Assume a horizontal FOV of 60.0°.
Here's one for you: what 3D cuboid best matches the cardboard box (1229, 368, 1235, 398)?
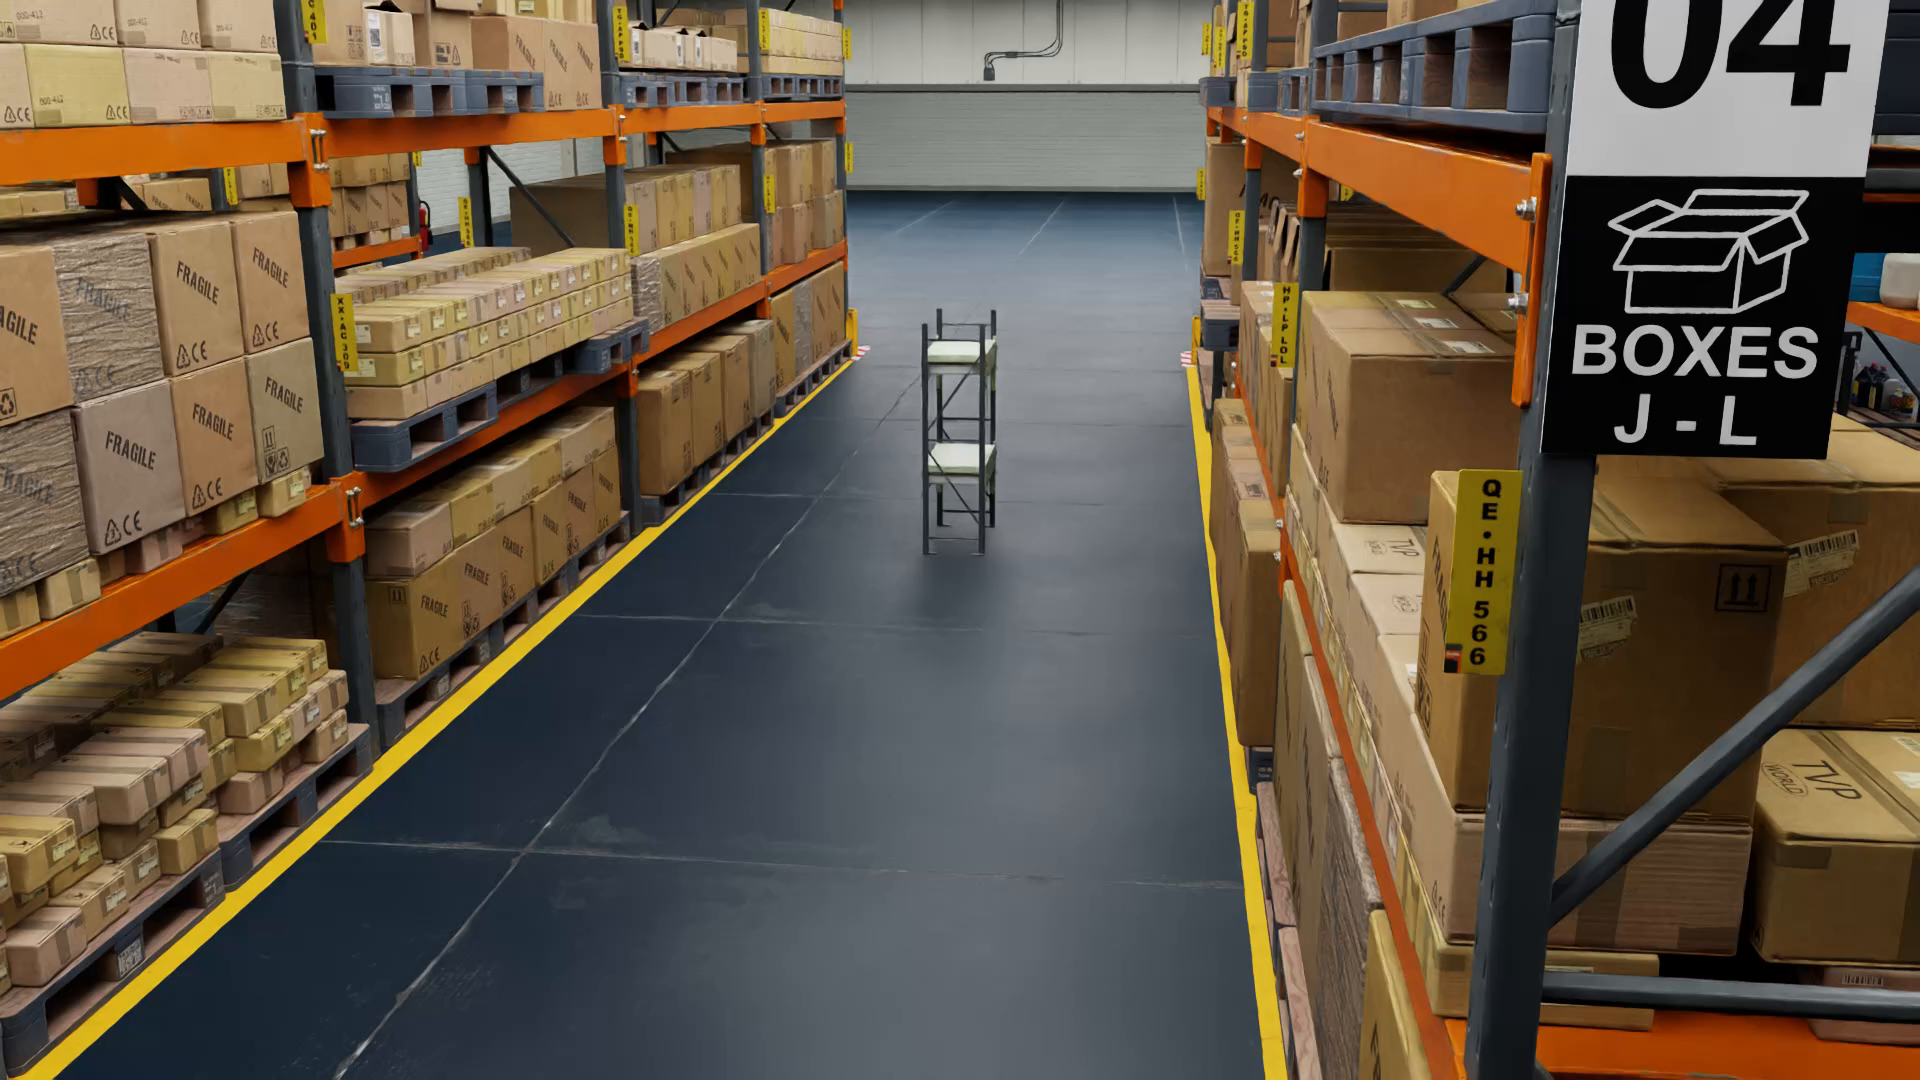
[{"bbox_3d":[2.533,-1.091,13.398,0.700,0.500,0.500,2,15,6],"label":"cardboard box"}]

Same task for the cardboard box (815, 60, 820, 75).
[{"bbox_3d":[-1.614,-4.729,16.644,0.380,0.149,0.250,2,15,7],"label":"cardboard box"}]

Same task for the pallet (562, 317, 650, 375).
[{"bbox_3d":[-2.646,-1.222,10.301,1.213,0.211,1.003,2,15,6],"label":"pallet"}]

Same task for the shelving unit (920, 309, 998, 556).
[{"bbox_3d":[0.001,-0.726,10.973,0.431,1.500,0.755,2,15,6],"label":"shelving unit"}]

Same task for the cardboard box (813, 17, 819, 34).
[{"bbox_3d":[-1.614,-5.113,16.535,0.380,0.149,0.250,1,15,5],"label":"cardboard box"}]

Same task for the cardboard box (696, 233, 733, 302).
[{"bbox_3d":[-2.128,-2.183,13.296,0.500,0.500,0.500,2,15,7],"label":"cardboard box"}]

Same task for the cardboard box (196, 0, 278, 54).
[{"bbox_3d":[-2.922,-1.955,6.227,0.500,0.250,0.500,1,15,4],"label":"cardboard box"}]

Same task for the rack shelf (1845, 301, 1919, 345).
[{"bbox_3d":[7.392,-1.356,11.807,1.077,0.370,4.000,2,15,6],"label":"rack shelf"}]

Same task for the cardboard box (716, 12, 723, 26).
[{"bbox_3d":[-2.410,-4.802,15.386,0.380,0.149,0.250,2,15,7],"label":"cardboard box"}]

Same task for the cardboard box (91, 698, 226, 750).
[{"bbox_3d":[-3.022,0.719,6.276,0.380,0.149,0.250,2,15,8],"label":"cardboard box"}]

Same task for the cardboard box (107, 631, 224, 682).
[{"bbox_3d":[-3.368,0.505,7.067,0.380,0.149,0.250,2,15,9],"label":"cardboard box"}]

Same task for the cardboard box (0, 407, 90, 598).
[{"bbox_3d":[-3.095,-0.126,5.121,0.500,0.500,0.500,1,15,5],"label":"cardboard box"}]

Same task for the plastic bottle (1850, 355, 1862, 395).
[{"bbox_3d":[8.191,-1.512,15.238,0.144,0.351,0.185,2,15,6],"label":"plastic bottle"}]

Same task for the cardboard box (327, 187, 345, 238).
[{"bbox_3d":[-6.683,-3.350,17.041,0.500,0.500,0.500,2,15,7],"label":"cardboard box"}]

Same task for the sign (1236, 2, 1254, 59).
[{"bbox_3d":[1.706,-3.044,9.936,0.100,0.325,0.005,2,15,6],"label":"sign"}]

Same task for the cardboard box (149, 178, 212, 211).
[{"bbox_3d":[-6.974,-2.927,14.676,0.500,0.500,0.500,1,15,5],"label":"cardboard box"}]

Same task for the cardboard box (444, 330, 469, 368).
[{"bbox_3d":[-2.566,-0.913,7.898,0.380,0.149,0.250,2,15,8],"label":"cardboard box"}]

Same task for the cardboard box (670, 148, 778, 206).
[{"bbox_3d":[-2.198,-3.374,15.538,0.875,0.550,0.550,2,15,6],"label":"cardboard box"}]

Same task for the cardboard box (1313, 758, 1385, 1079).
[{"bbox_3d":[1.438,1.163,4.379,0.875,0.875,0.875,2,15,6],"label":"cardboard box"}]

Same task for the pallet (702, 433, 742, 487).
[{"bbox_3d":[-2.368,-0.674,13.250,1.003,0.211,1.213,2,15,6],"label":"pallet"}]

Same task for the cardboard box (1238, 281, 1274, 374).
[{"bbox_3d":[1.920,-1.260,9.885,0.500,0.500,0.500,2,15,8],"label":"cardboard box"}]

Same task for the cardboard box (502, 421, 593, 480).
[{"bbox_3d":[-2.534,-0.544,9.975,0.500,0.250,0.500,2,15,7],"label":"cardboard box"}]

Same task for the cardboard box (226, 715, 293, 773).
[{"bbox_3d":[-2.874,0.797,6.557,0.380,0.149,0.250,1,15,4],"label":"cardboard box"}]

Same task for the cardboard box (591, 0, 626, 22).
[{"bbox_3d":[-2.754,-3.709,12.197,0.500,0.500,0.500,2,15,6],"label":"cardboard box"}]

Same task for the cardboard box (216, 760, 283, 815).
[{"bbox_3d":[-2.907,0.956,6.538,0.380,0.149,0.250,1,15,4],"label":"cardboard box"}]

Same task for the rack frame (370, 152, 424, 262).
[{"bbox_3d":[-6.699,-3.697,19.087,1.000,3.000,0.127,2,15,6],"label":"rack frame"}]

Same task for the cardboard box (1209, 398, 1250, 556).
[{"bbox_3d":[2.147,-0.329,9.897,1.225,0.875,0.875,1,15,4],"label":"cardboard box"}]

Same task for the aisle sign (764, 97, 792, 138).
[{"bbox_3d":[-2.059,-4.859,18.406,0.394,0.787,0.004,2,15,6],"label":"aisle sign"}]

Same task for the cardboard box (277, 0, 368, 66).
[{"bbox_3d":[-2.971,-2.259,7.027,0.700,0.500,0.500,2,15,6],"label":"cardboard box"}]

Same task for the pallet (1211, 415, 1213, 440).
[{"bbox_3d":[2.610,-0.819,13.788,1.003,0.211,1.213,2,15,6],"label":"pallet"}]

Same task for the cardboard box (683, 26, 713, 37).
[{"bbox_3d":[-2.420,-4.445,14.830,0.500,0.250,0.500,2,15,6],"label":"cardboard box"}]

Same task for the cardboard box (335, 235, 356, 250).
[{"bbox_3d":[-6.603,-3.138,17.503,0.380,0.149,0.250,2,15,6],"label":"cardboard box"}]

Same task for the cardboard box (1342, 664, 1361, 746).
[{"bbox_3d":[1.198,0.432,4.300,0.380,0.149,0.250,2,15,6],"label":"cardboard box"}]

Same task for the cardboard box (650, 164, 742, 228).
[{"bbox_3d":[-2.270,-2.942,14.188,0.700,0.500,0.500,1,15,5],"label":"cardboard box"}]

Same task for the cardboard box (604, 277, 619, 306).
[{"bbox_3d":[-2.303,-1.517,10.131,0.380,0.149,0.250,2,15,8],"label":"cardboard box"}]

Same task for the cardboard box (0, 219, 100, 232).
[{"bbox_3d":[-3.459,-0.895,6.047,0.500,0.500,0.500,1,15,5],"label":"cardboard box"}]

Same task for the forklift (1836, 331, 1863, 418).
[{"bbox_3d":[5.625,-1.607,11.488,3.031,2.935,1.130,-2,15,-7],"label":"forklift"}]

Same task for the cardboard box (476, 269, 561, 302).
[{"bbox_3d":[-2.420,-1.395,9.112,0.380,0.149,0.250,2,15,9],"label":"cardboard box"}]

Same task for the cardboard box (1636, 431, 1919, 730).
[{"bbox_3d":[1.721,0.065,3.454,0.500,0.500,0.500,1,15,5],"label":"cardboard box"}]

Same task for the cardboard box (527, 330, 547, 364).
[{"bbox_3d":[-2.448,-1.039,8.935,0.380,0.149,0.250,1,15,4],"label":"cardboard box"}]

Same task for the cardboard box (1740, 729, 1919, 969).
[{"bbox_3d":[1.665,0.557,3.073,0.500,0.250,0.500,1,15,5],"label":"cardboard box"}]

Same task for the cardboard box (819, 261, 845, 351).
[{"bbox_3d":[-1.780,-2.576,18.210,0.875,0.875,0.875,2,15,7],"label":"cardboard box"}]

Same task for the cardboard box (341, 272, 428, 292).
[{"bbox_3d":[-3.095,-1.351,8.950,0.380,0.149,0.250,1,15,5],"label":"cardboard box"}]

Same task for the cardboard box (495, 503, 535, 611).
[{"bbox_3d":[-2.672,0.082,9.098,0.500,0.500,0.500,2,15,7],"label":"cardboard box"}]

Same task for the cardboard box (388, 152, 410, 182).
[{"bbox_3d":[-6.539,-4.232,18.391,0.700,0.500,0.500,1,15,5],"label":"cardboard box"}]

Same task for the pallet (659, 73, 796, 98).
[{"bbox_3d":[-2.118,-4.157,15.212,1.003,0.211,1.213,2,15,6],"label":"pallet"}]

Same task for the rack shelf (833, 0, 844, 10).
[{"bbox_3d":[-1.995,-5.414,16.090,1.077,0.370,4.000,2,15,6],"label":"rack shelf"}]

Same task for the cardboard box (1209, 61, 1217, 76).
[{"bbox_3d":[2.762,-4.844,17.107,0.380,0.149,0.250,2,15,7],"label":"cardboard box"}]

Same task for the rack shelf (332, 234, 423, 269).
[{"bbox_3d":[-6.924,-2.831,17.263,1.077,0.370,4.000,2,15,6],"label":"rack shelf"}]

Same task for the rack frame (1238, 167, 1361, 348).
[{"bbox_3d":[2.245,-1.330,10.334,1.000,3.000,0.127,2,15,6],"label":"rack frame"}]

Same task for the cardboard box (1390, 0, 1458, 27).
[{"bbox_3d":[1.500,-1.564,4.267,0.700,0.500,0.500,2,15,9],"label":"cardboard box"}]

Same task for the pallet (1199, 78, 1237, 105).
[{"bbox_3d":[2.521,-3.568,13.223,1.213,0.211,1.003,2,15,6],"label":"pallet"}]

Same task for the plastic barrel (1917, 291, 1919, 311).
[{"bbox_3d":[7.316,-1.816,12.397,0.301,0.262,0.301,0,15,0],"label":"plastic barrel"}]

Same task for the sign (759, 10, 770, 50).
[{"bbox_3d":[-1.680,-4.376,14.258,0.100,0.325,0.005,2,15,6],"label":"sign"}]
